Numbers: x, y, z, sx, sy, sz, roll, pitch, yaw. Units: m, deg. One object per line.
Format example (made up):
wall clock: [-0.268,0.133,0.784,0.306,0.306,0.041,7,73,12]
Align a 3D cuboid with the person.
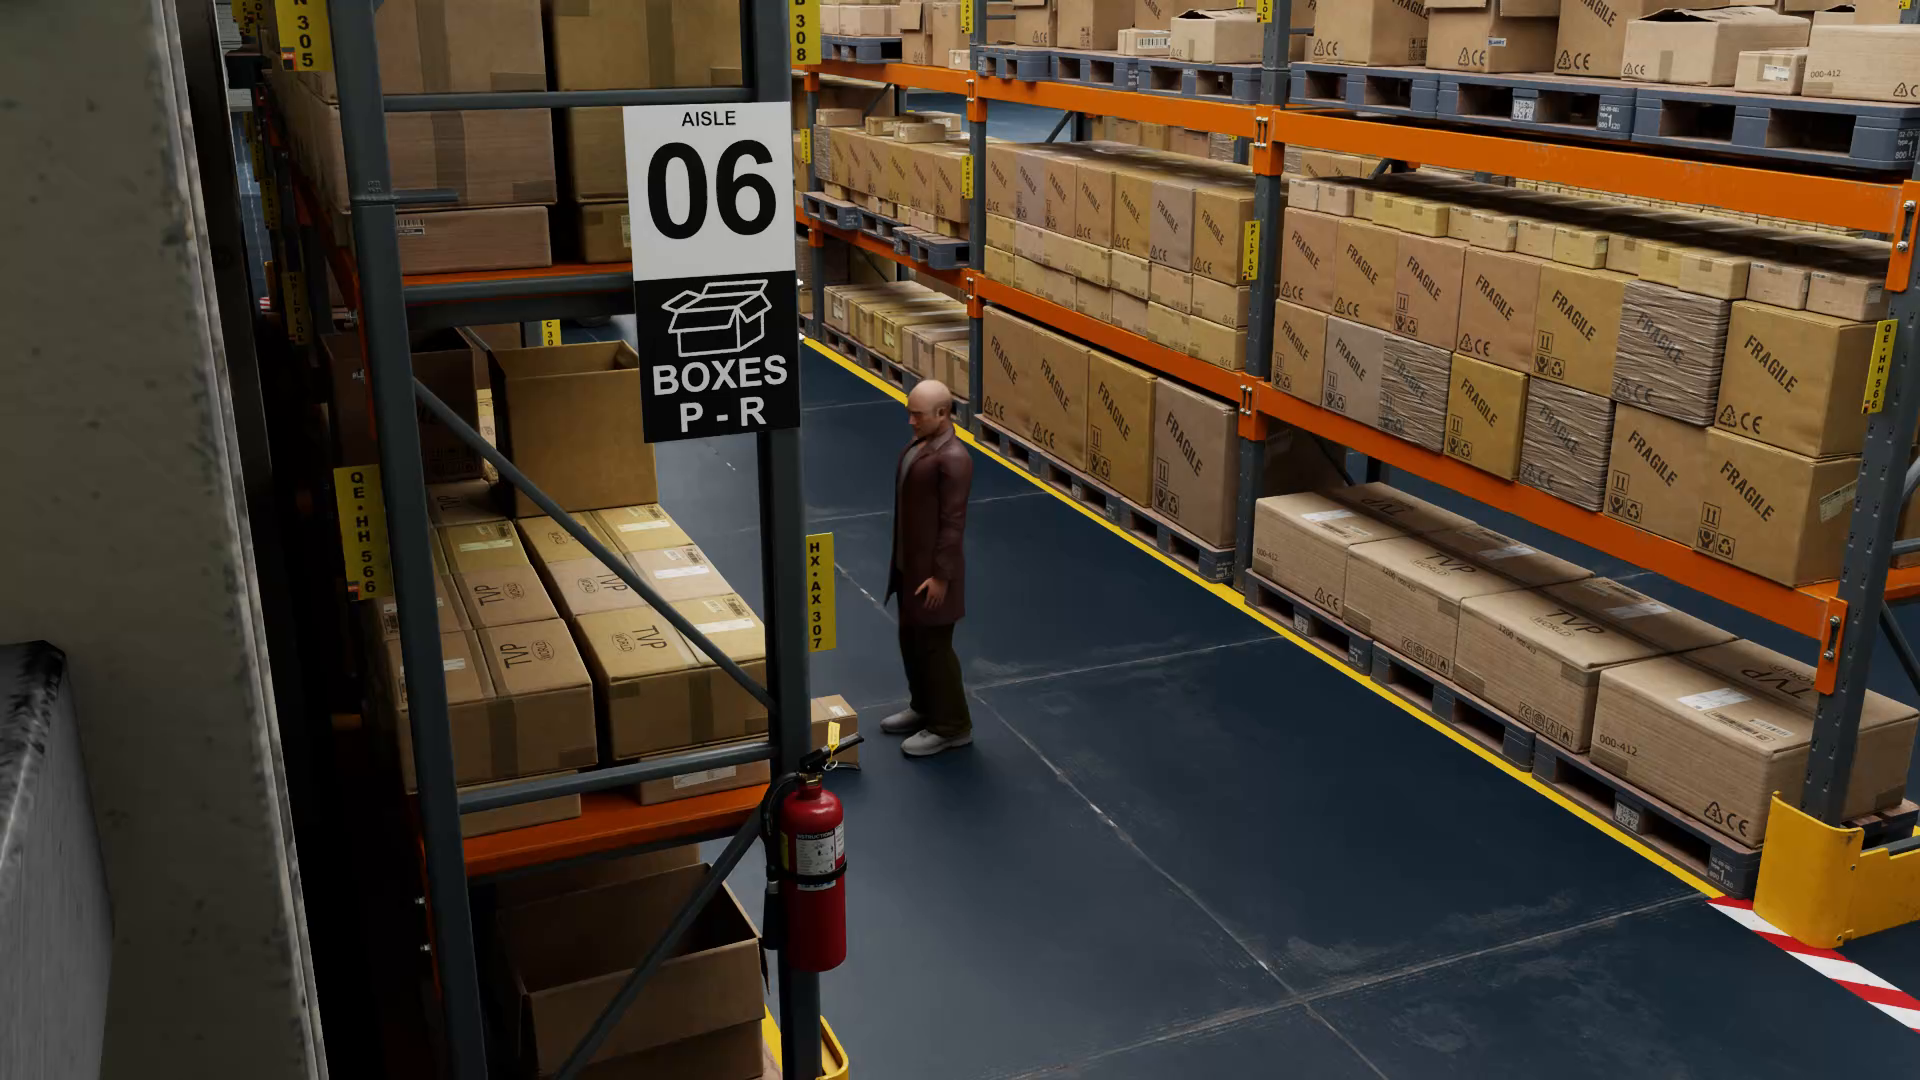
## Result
person: [-0.149,0.125,7.725,0.378,1.774,0.562,-7,20,-21]
